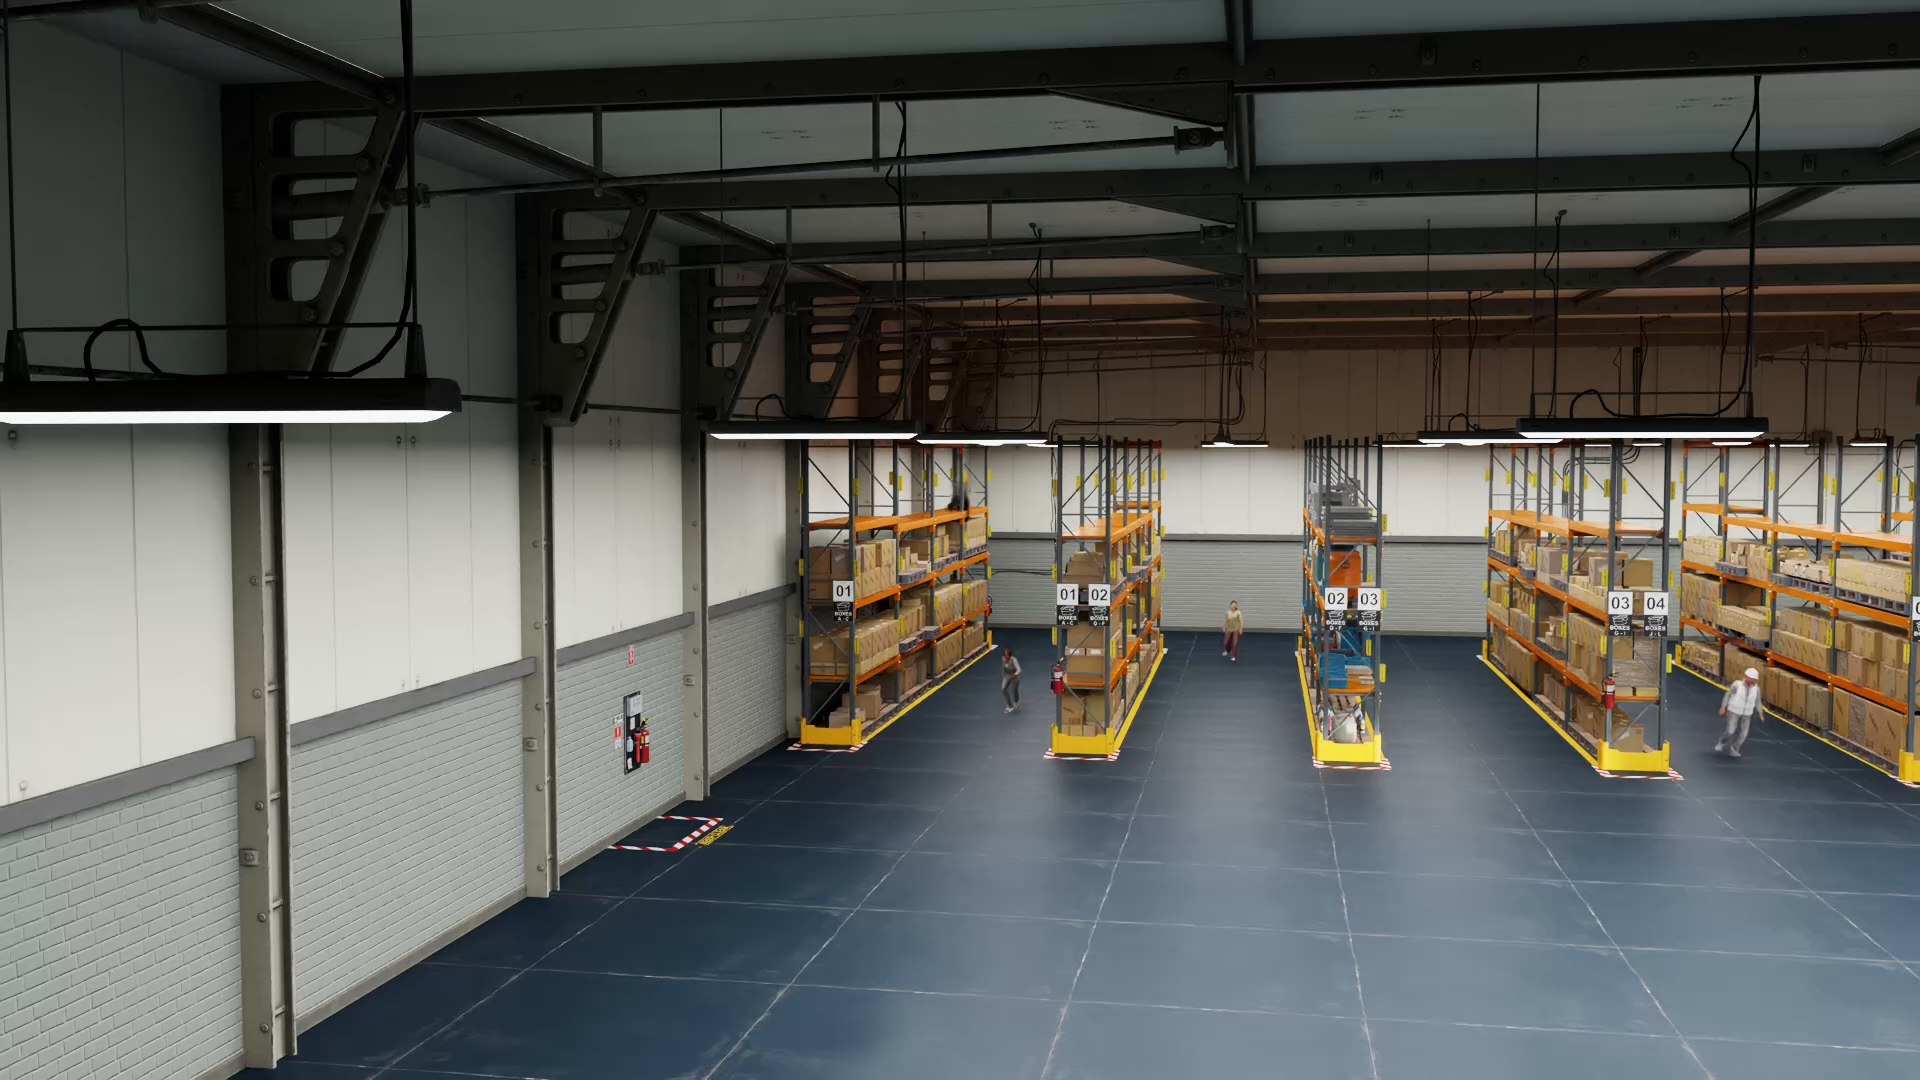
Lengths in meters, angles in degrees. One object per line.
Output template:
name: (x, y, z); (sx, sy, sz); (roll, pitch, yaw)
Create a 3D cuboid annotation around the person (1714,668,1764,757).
person: (14.482, 3.193, 30.872); (0.764, 1.696, 0.669); (0, 3, 4)

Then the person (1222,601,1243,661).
person: (7.422, 2.458, 45.225); (0.626, 1.637, 0.624); (1, 3, 22)

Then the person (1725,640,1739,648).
person: (20.812, 2.490, 45.231); (0.669, 1.575, 0.622); (3, 4, 44)

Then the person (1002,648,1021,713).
person: (1.162, 3.023, 36.291); (0.540, 1.414, 0.993); (1, 3, 24)
